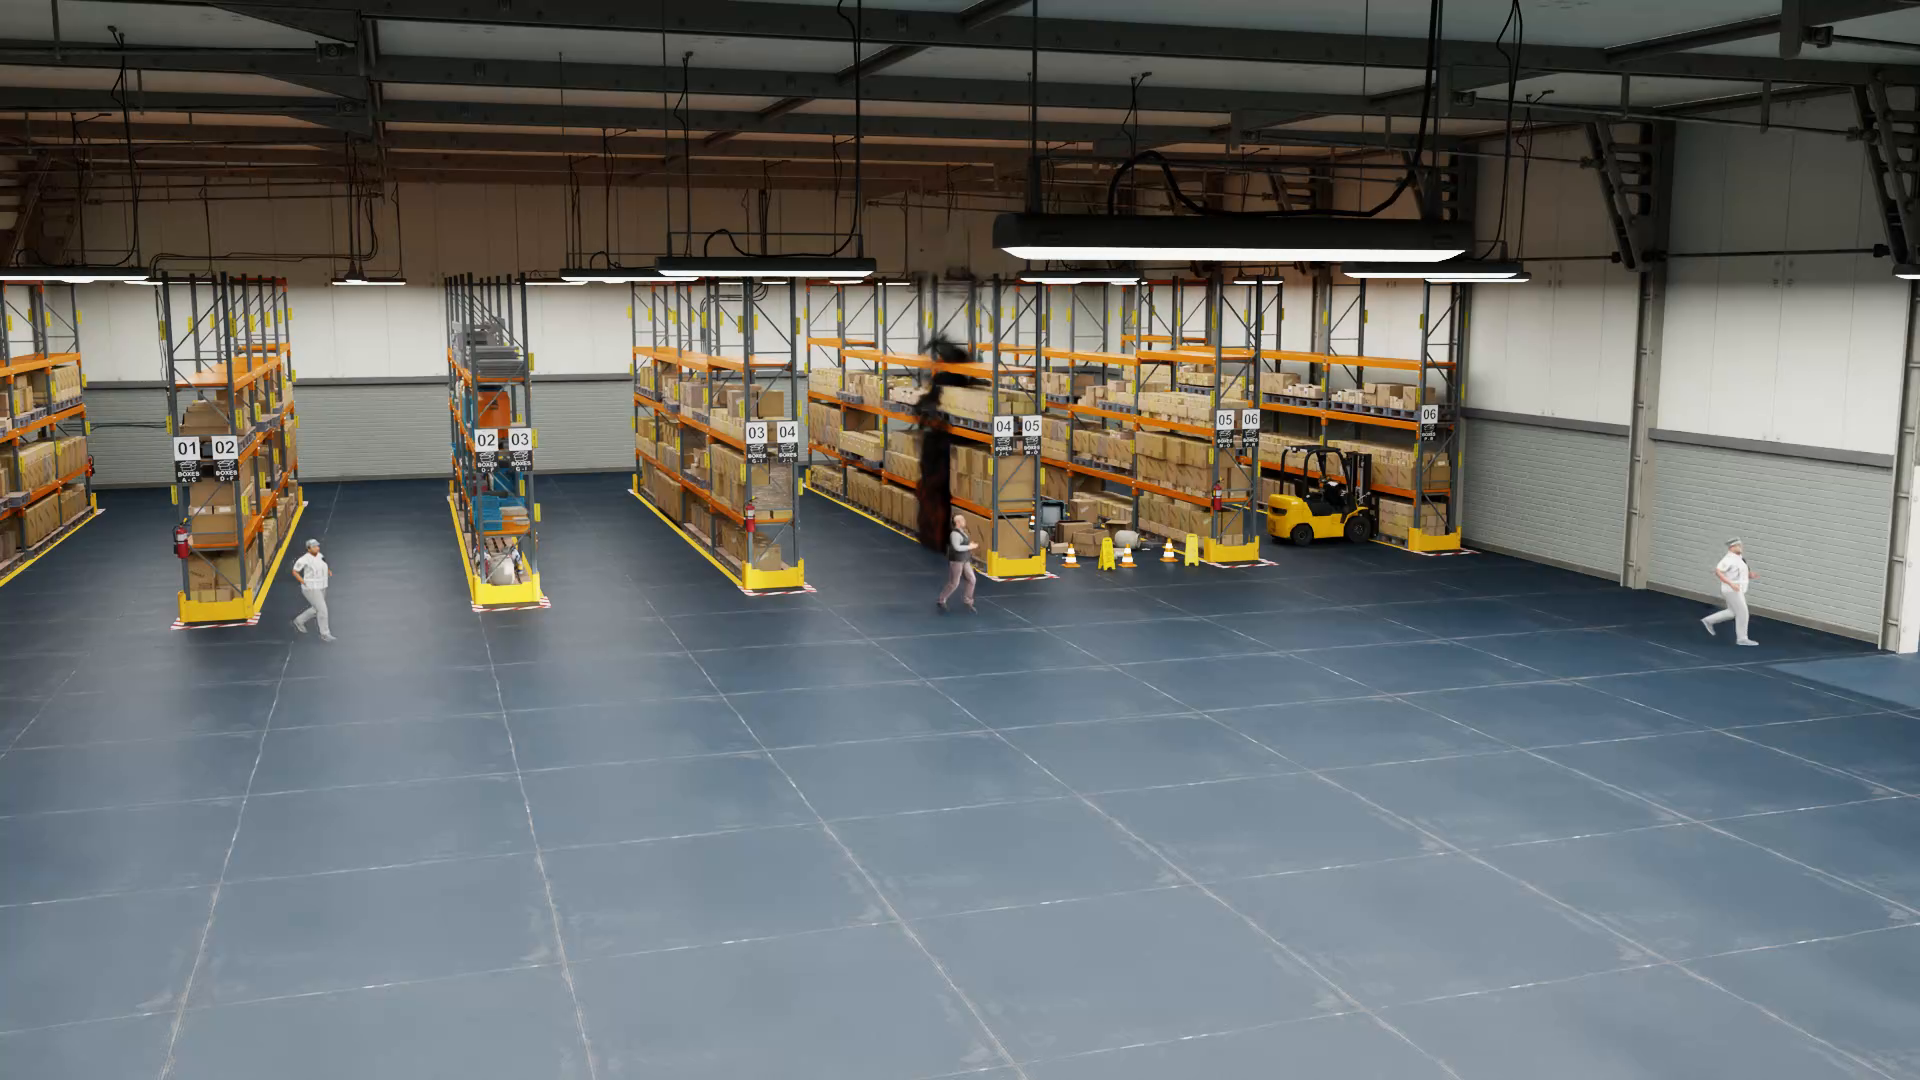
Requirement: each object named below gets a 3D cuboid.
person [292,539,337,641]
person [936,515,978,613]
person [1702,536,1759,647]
[{"bbox_3d":[-10.605,0.817,27.294,0.826,1.669,0.597,2,9,16],"label":"person"},{"bbox_3d":[-0.037,0.438,29.483,0.767,1.788,0.683,3,9,17],"label":"person"},{"bbox_3d":[12.498,0.806,26.914,0.907,1.748,0.676,6,11,36],"label":"person"}]
